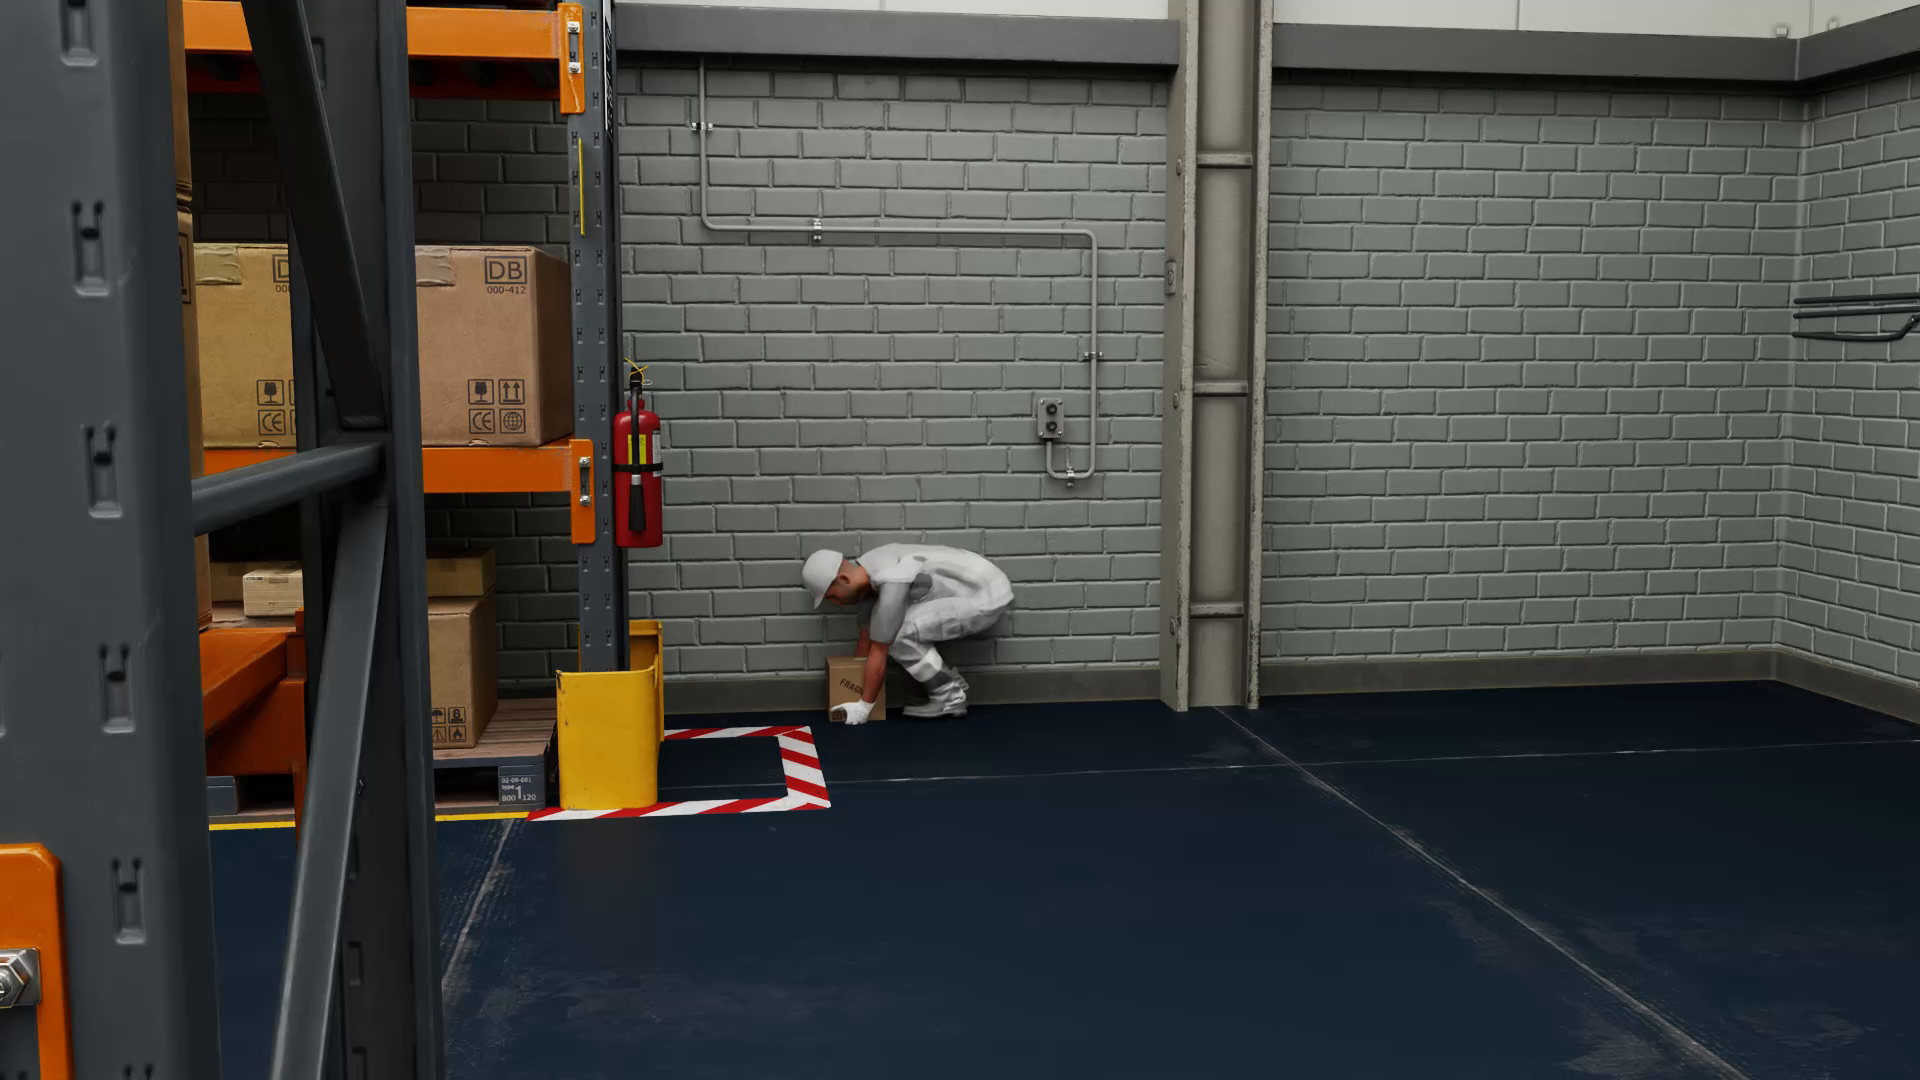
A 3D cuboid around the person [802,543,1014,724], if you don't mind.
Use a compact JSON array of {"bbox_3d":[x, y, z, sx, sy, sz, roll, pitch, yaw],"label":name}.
[{"bbox_3d":[-0.236,0.418,7.517,0.956,0.805,0.529,-1,6,-9],"label":"person"}]
